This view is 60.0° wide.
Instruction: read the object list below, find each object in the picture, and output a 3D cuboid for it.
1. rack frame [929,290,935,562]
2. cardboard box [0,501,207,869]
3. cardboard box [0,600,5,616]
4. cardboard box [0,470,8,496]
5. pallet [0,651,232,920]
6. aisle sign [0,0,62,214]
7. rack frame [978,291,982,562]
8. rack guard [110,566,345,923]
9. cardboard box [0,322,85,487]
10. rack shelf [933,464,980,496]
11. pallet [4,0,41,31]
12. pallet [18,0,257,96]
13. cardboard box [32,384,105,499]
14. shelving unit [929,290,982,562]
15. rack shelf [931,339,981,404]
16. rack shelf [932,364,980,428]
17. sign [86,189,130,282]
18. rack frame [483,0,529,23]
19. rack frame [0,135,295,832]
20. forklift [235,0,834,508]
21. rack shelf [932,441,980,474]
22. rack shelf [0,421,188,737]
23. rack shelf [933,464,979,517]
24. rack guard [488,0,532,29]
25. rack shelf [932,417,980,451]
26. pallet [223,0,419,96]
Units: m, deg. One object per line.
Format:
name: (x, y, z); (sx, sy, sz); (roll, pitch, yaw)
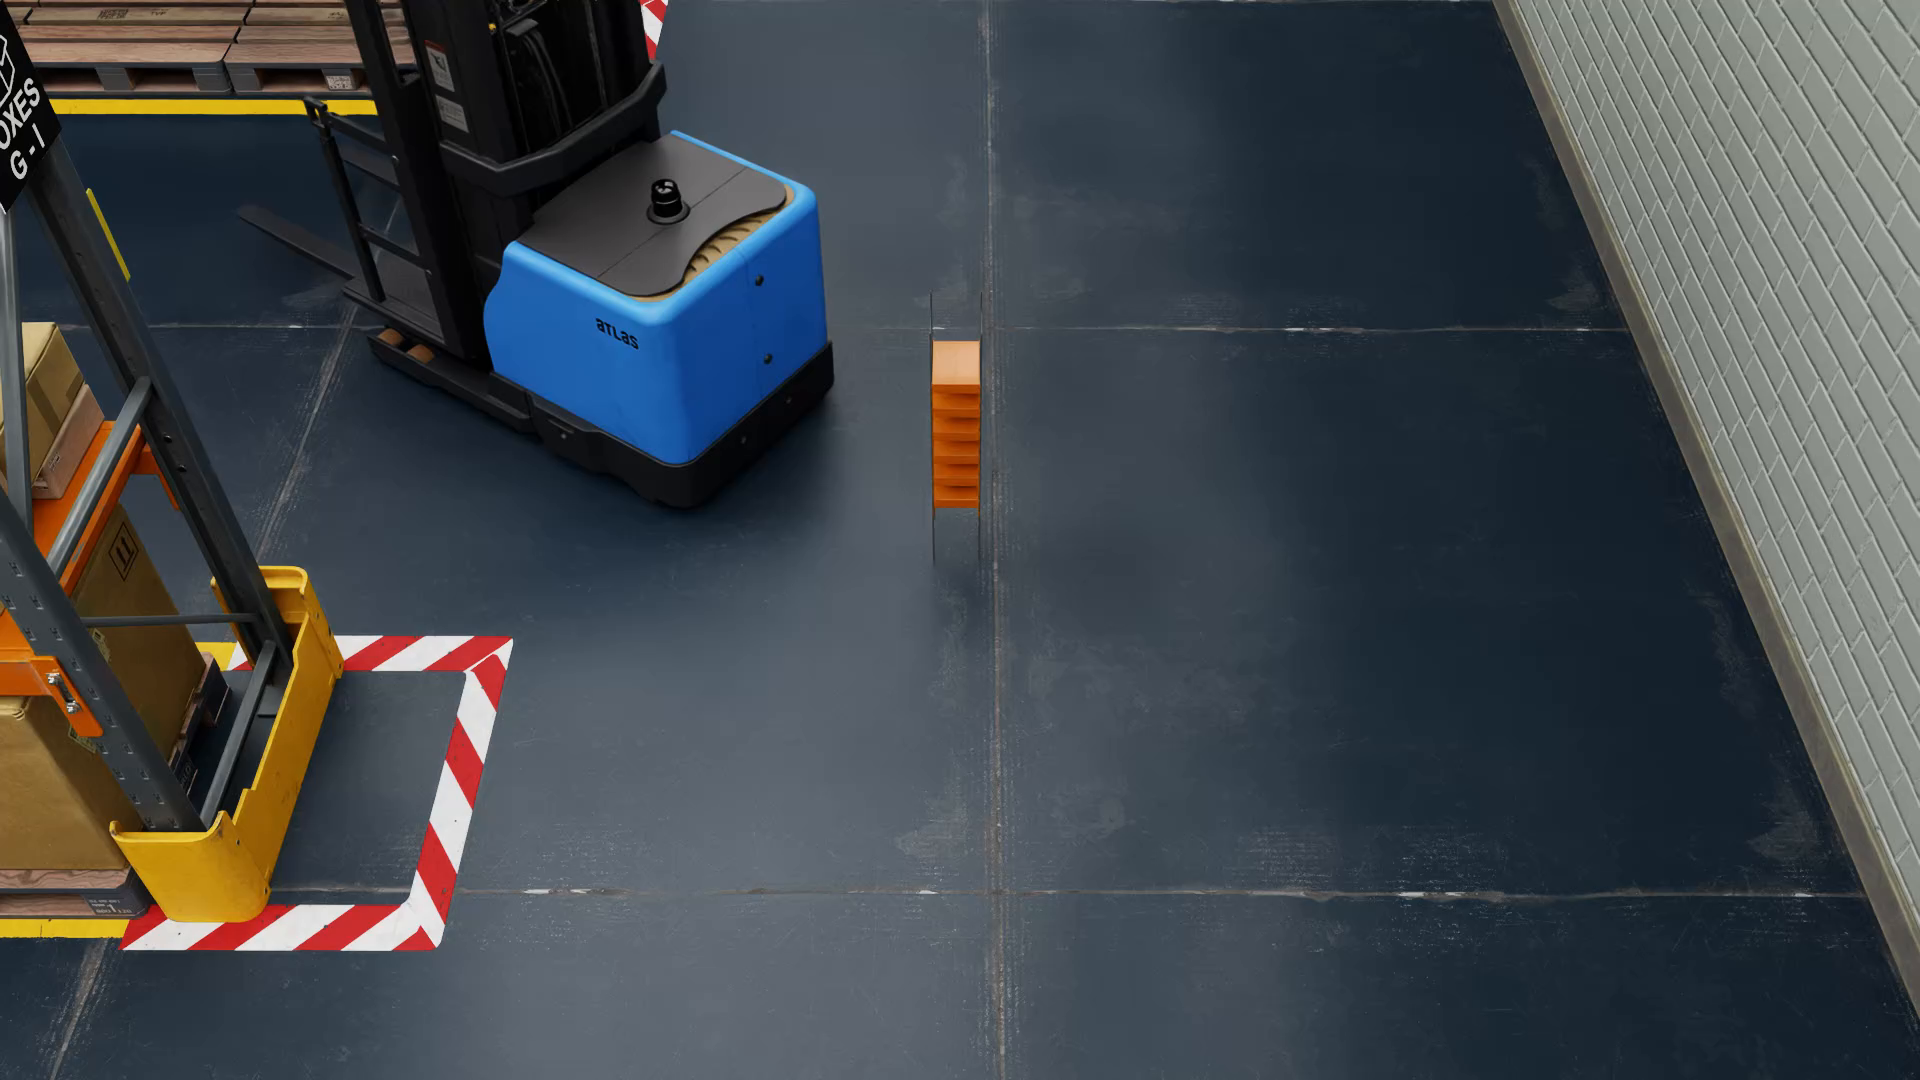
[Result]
rack frame: (-0.106, -0.409, 6.392); (0.006, 1.200, 0.240); (0, 47, 0)
cardboard box: (-3.201, 0.481, 5.499); (0.875, 0.875, 0.875); (0, 47, 0)
cardboard box: (-2.918, 0.169, 4.796); (0.250, 0.149, 0.380); (1, 47, 1)
cardboard box: (-3.046, -0.014, 4.694); (0.500, 0.250, 0.500); (-1, 47, 0)
pallet: (-3.360, 0.848, 5.897); (1.213, 0.211, 1.003); (0, 47, 0)
aisle sign: (-2.487, -1.262, 4.180); (0.004, 0.787, 0.394); (0, 47, 0)
rack frame: (0.077, -0.409, 6.391); (0.006, 1.200, 0.240); (0, 47, 0)
rack guard: (-2.536, 0.695, 5.842); (0.348, 0.500, 1.175); (0, 47, 0)
cardboard box: (-3.039, -0.406, 5.059); (0.500, 0.250, 0.500); (-1, 47, -1)
rack shelf: (-0.014, -0.297, 6.512); (0.180, 0.103, 0.258); (0, 47, 0)
pallet: (-5.806, -2.869, 9.357); (1.213, 0.211, 1.003); (0, 47, 0)
pallet: (-4.583, -2.868, 9.356); (1.213, 0.211, 1.003); (0, 47, 0)
cardboard box: (-2.914, -0.314, 5.245); (0.250, 0.149, 0.380); (1, 47, 1)
shelving unit: (-0.014, -0.409, 6.392); (0.189, 1.200, 0.258); (0, 47, 0)
rack shelf: (-0.014, -0.624, 6.161); (0.180, 0.103, 0.258); (0, 47, 0)
rack shelf: (-0.014, -0.542, 6.248); (0.180, 0.103, 0.258); (0, 47, 0)
sign: (-2.552, -0.885, 4.960); (0.005, 0.325, 0.100); (0, 47, 0)
rack frame: (-2.542, -3.782, 8.302); (0.127, 3.000, 1.000); (0, 47, 0)
rack frame: (-2.560, -0.157, 4.927); (0.127, 3.000, 1.000); (0, 47, 0)
forklift: (-2.059, -2.000, 6.690); (3.031, 2.935, 1.130); (27, 53, 23)
rack shelf: (-0.014, -0.379, 6.424); (0.180, 0.103, 0.258); (0, 47, 0)
rack shelf: (-4.560, 0.083, 5.196); (4.000, 0.370, 1.077); (0, 47, 0)
rack shelf: (-0.014, -0.215, 6.600); (0.180, 0.103, 0.258); (0, 47, 0)
rack guard: (-2.518, -2.940, 9.226); (0.348, 0.500, 1.175); (0, 47, 0)
rack shelf: (-0.014, -0.460, 6.336); (0.180, 0.103, 0.258); (0, 47, 0)
pallet: (-3.366, -2.863, 9.351); (1.213, 0.211, 1.003); (0, 47, 0)
